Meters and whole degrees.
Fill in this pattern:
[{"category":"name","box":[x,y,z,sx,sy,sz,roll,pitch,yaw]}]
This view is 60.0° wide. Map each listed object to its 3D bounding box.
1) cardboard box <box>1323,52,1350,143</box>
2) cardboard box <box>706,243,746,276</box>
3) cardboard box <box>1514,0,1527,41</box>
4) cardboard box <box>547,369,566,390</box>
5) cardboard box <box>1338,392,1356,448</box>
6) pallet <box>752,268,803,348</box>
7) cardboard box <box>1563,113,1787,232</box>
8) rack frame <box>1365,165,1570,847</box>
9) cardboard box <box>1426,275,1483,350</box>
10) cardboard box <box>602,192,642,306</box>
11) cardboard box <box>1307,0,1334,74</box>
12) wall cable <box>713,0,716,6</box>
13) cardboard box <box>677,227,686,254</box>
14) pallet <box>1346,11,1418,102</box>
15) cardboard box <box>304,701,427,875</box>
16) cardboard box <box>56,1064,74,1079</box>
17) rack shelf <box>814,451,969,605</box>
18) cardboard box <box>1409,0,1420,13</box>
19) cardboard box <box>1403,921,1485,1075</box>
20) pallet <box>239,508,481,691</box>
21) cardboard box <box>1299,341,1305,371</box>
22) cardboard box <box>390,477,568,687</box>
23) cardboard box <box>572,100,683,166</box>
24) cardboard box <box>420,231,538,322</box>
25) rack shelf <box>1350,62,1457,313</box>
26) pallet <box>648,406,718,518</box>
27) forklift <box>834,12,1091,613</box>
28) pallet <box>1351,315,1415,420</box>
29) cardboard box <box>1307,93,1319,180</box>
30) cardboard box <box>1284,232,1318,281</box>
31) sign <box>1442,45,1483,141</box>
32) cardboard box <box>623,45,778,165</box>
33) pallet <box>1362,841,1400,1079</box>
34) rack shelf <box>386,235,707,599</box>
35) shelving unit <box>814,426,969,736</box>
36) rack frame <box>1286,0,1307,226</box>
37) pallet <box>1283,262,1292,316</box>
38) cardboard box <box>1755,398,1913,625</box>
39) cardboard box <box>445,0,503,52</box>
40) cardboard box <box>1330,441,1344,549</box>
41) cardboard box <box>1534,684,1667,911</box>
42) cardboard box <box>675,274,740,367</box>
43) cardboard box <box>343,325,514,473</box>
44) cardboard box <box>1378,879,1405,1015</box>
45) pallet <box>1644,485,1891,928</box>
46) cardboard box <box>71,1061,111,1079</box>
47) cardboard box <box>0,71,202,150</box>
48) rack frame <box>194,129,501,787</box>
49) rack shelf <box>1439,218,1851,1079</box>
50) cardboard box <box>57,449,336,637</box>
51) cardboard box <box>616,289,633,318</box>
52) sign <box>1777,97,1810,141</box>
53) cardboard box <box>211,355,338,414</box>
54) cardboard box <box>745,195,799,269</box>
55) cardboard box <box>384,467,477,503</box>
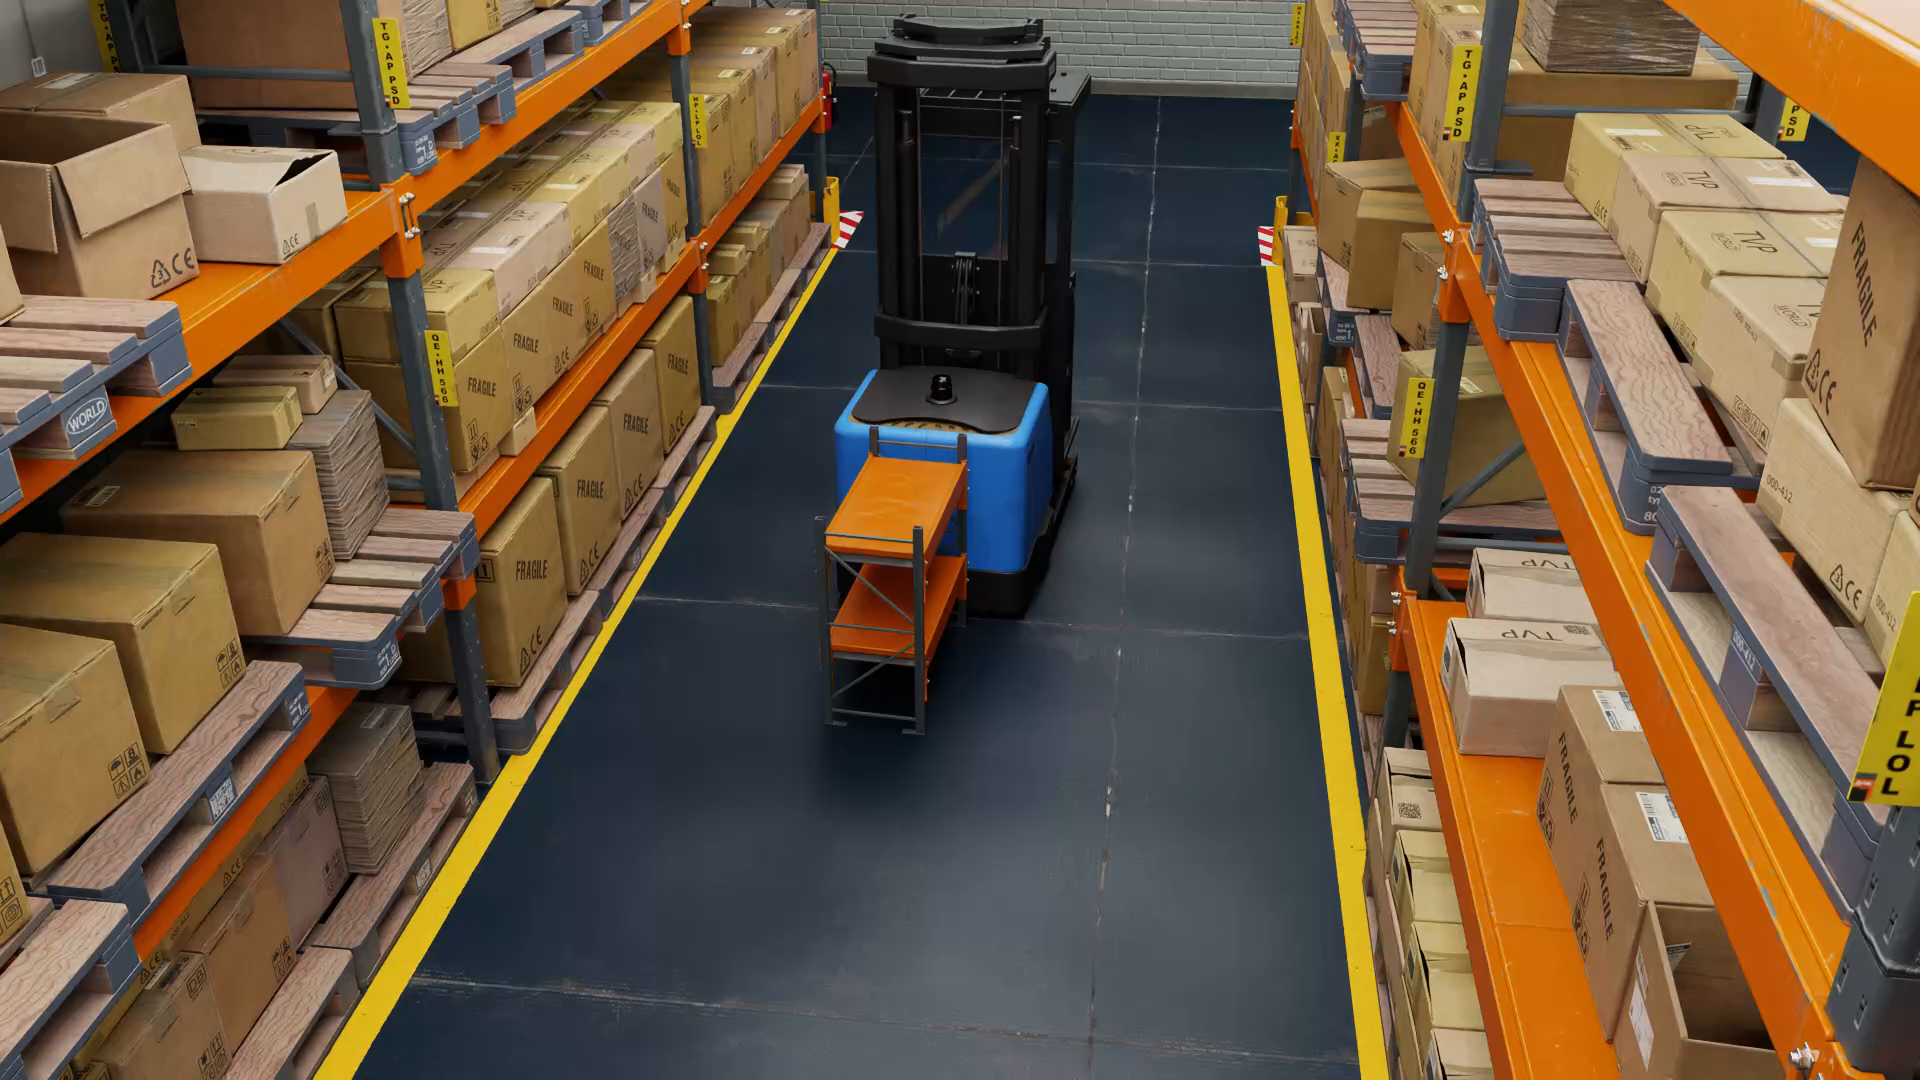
[{"category":"cardboard box","box":[2.629,-2.820,10.662,0.500,0.500,0.500,3,28,5]},{"category":"cardboard box","box":[-1.737,-1.994,11.798,0.380,0.149,0.250,4,29,8]},{"category":"cardboard box","box":[2.396,-2.208,6.364,0.500,0.500,0.500,3,28,6]},{"category":"cardboard box","box":[-2.243,-0.892,8.486,0.380,0.149,0.250,4,29,7]},{"category":"cardboard box","box":[2.340,-0.580,9.046,0.500,0.250,0.500,3,29,6]},{"category":"pallet","box":[-1.835,-1.829,12.923,1.003,0.211,1.213,3,28,6]},{"category":"cardboard box","box":[2.274,-1.181,5.332,0.500,0.250,0.500,1,28,2]},{"category":"rack frame","box":[2.274,0.042,6.510,1.000,3.000,0.127,3,28,6]},{"category":"cardboard box","box":[2.541,-0.910,7.728,0.700,0.500,0.500,9,30,16]},{"category":"cardboard box","box":[-2.082,-1.603,9.122,0.500,0.500,0.500,3,29,6]},{"category":"cardboard box","box":[2.881,-3.768,12.422,0.500,0.500,0.500,4,29,7]},{"category":"wall cable","box":[-2.445,-5.115,15.011,0.084,1.984,1.851,3,28,6]},{"category":"cardboard box","box":[-1.914,-1.850,10.265,0.380,0.149,0.250,4,29,7]},{"category":"pallet","box":[2.490,-2.288,7.870,1.213,0.211,1.003,3,28,6]},{"category":"cardboard box","box":[-2.680,1.004,6.895,0.700,0.500,0.500,4,29,7]},{"category":"cardboard box","box":[-3.009,1.660,4.887,0.500,0.250,0.500,3,28,5]},{"category":"rack shelf","box":[-0.313,-0.077,8.090,0.538,0.278,1.000,5,29,10]},{"category":"cardboard box","box":[2.570,-2.886,8.128,0.600,0.600,0.600,3,28,6]},{"category":"cardboard box","box":[1.797,1.537,5.599,0.500,0.311,0.500,3,28,5]},{"category":"pallet","box":[-2.625,0.182,6.453,1.213,0.211,1.003,3,28,6]},{"category":"cardboard box","box":[2.538,-1.245,11.440,0.380,0.149,0.250,3,28,6]},{"category":"cardboard box","box":[-2.423,0.178,8.080,0.750,0.750,0.750,3,28,6]},{"category":"cardboard box","box":[-1.956,-2.407,9.824,0.500,0.250,0.500,4,29,7]},{"category":"cardboard box","box":[-2.267,-1.210,7.603,0.500,0.250,0.500,3,28,5]},{"category":"rack shelf","box":[2.519,-1.904,7.717,1.077,0.370,4.000,3,28,6]},{"category":"pallet","box":[-2.173,-0.532,10.515,1.003,0.211,1.213,3,28,6]},{"category":"forklift","box":[0.126,-1.583,9.598,1.130,2.935,3.031,6,29,10]},{"category":"pallet","box":[2.507,-0.790,8.255,1.003,0.211,1.213,3,28,6]},{"category":"cardboard box","box":[2.753,-2.860,11.791,0.500,0.500,0.500,4,29,7]},{"category":"cardboard box","box":[2.844,-2.233,13.167,0.500,0.250,0.500,3,28,6]},{"category":"sign","box":[1.735,-1.539,5.737,0.100,0.325,0.005,3,28,6]},{"category":"cardboard box","box":[-1.896,-3.200,12.211,0.980,0.700,0.700,2,28,4]},{"category":"pallet","box":[2.134,1.654,6.457,1.003,0.211,1.213,3,28,6]},{"category":"rack shelf","box":[-2.398,-0.869,8.959,1.077,0.370,4.000,3,28,6]},{"category":"shelving unit","box":[-0.313,0.181,8.229,0.538,1.125,1.048,5,29,10]},{"category":"rack frame","box":[3.254,-3.724,13.500,1.000,3.000,0.127,3,28,6]},{"category":"pallet","box":[3.148,-2.085,13.399,1.003,0.211,1.213,3,28,6]},{"category":"cardboard box","box":[1.933,-0.063,3.257,0.500,0.250,0.500,1,28,1]},{"category":"cardboard box","box":[-2.547,-2.547,7.582,0.700,0.500,0.500,5,29,9]},{"category":"cardboard box","box":[2.340,-0.234,9.194,0.500,0.500,0.500,4,29,7]},{"category":"cardboard box","box":[2.084,0.788,5.019,0.500,0.500,0.500,2,28,3]},{"category":"cardboard box","box":[-1.960,-1.558,11.672,0.700,0.500,0.500,4,29,7]},{"category":"cardboard box","box":[-2.330,-0.642,7.339,0.500,0.500,0.500,4,29,8]},{"category":"cardboard box","box":[1.857,1.533,6.198,0.500,0.250,0.500,3,28,5]},{"category":"pallet","box":[1.879,0.272,3.121,0.805,0.209,1.217,2,28,4]},{"category":"cardboard box","box":[-3.046,1.951,5.137,0.700,0.500,0.500,3,28,5]},{"category":"cardboard box","box":[-2.960,-1.292,5.697,0.500,0.500,0.500,3,28,6]},{"category":"rack frame","box":[-2.643,-0.245,7.041,1.000,3.000,0.127,3,28,6]},{"category":"rack shelf","box":[2.029,-0.021,4.222,1.077,0.370,4.000,3,28,6]},{"category":"cardboard box","box":[-2.732,0.004,6.010,0.700,0.500,0.500,1,28,1]},{"category":"cardboard box","box":[-2.067,-1.372,9.377,0.380,0.149,0.250,3,28,6]},{"category":"sign","box":[2.823,-1.505,5.590,0.100,0.325,0.005,3,28,6]},{"category":"cardboard box","box":[-2.656,-0.604,6.455,0.380,0.149,0.250,0,28,0]},{"category":"cardboard box","box":[-1.711,-2.524,13.465,0.700,0.500,0.500,3,28,6]},{"category":"cardboard box","box":[-2.373,-0.284,7.359,0.380,0.149,0.250,3,28,5]}]
